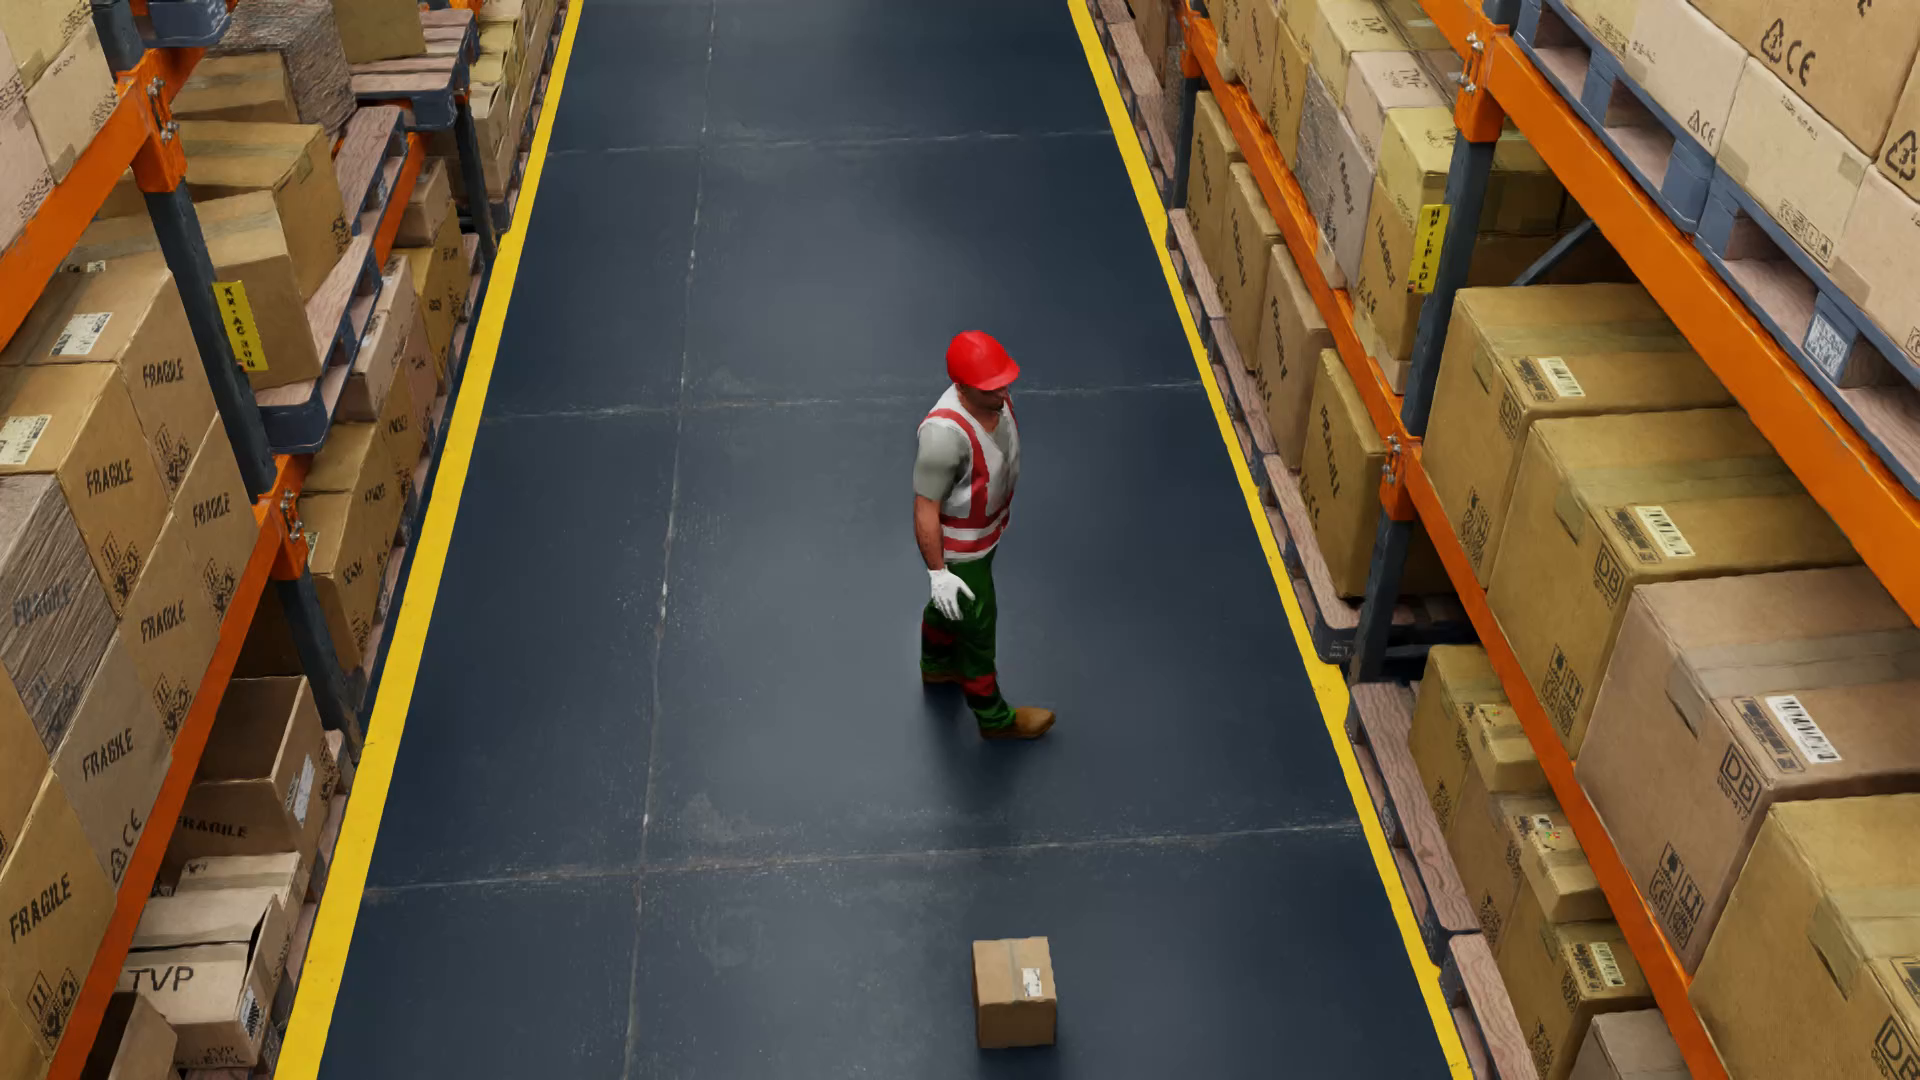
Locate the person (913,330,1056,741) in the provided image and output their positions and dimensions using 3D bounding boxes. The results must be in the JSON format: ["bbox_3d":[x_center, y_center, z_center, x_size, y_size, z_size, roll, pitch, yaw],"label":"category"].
[{"bbox_3d":[0.080,0.008,6.114,0.618,1.785,0.684,14,41,17],"label":"person"}]
